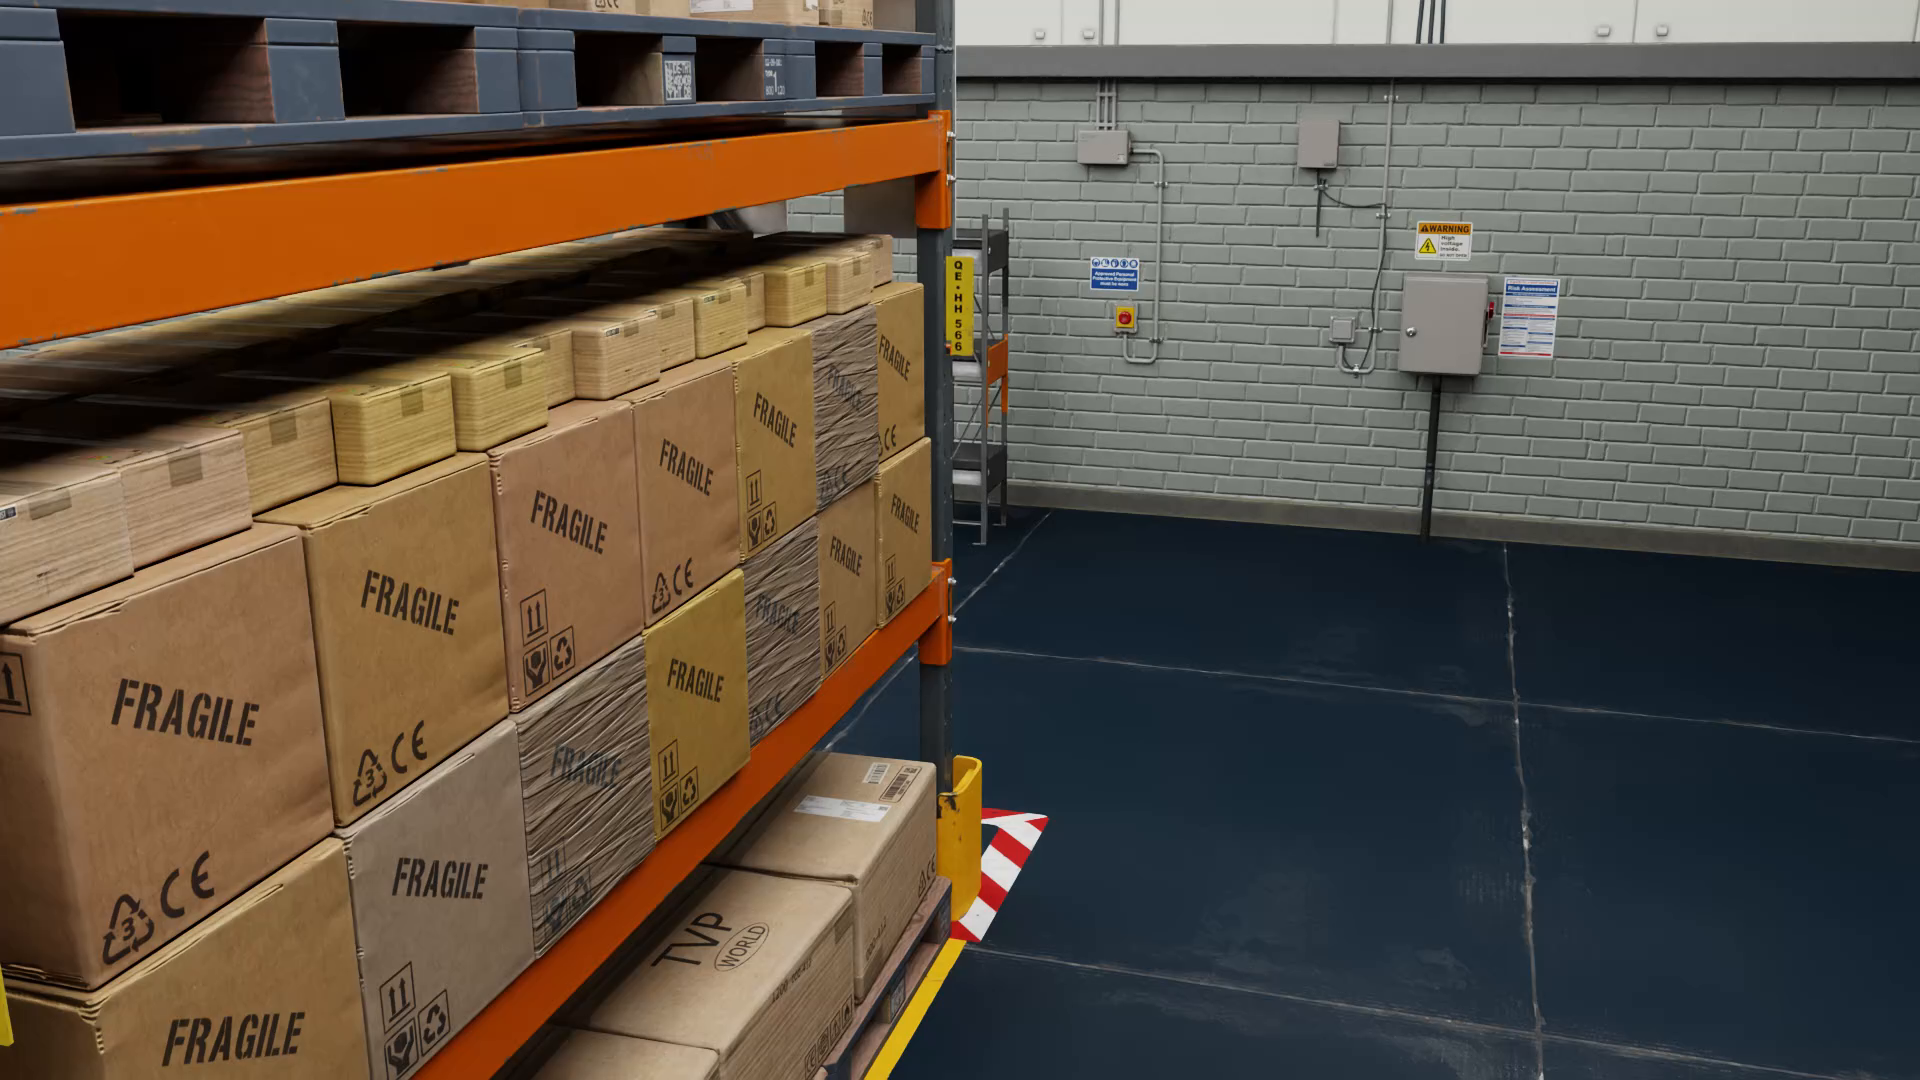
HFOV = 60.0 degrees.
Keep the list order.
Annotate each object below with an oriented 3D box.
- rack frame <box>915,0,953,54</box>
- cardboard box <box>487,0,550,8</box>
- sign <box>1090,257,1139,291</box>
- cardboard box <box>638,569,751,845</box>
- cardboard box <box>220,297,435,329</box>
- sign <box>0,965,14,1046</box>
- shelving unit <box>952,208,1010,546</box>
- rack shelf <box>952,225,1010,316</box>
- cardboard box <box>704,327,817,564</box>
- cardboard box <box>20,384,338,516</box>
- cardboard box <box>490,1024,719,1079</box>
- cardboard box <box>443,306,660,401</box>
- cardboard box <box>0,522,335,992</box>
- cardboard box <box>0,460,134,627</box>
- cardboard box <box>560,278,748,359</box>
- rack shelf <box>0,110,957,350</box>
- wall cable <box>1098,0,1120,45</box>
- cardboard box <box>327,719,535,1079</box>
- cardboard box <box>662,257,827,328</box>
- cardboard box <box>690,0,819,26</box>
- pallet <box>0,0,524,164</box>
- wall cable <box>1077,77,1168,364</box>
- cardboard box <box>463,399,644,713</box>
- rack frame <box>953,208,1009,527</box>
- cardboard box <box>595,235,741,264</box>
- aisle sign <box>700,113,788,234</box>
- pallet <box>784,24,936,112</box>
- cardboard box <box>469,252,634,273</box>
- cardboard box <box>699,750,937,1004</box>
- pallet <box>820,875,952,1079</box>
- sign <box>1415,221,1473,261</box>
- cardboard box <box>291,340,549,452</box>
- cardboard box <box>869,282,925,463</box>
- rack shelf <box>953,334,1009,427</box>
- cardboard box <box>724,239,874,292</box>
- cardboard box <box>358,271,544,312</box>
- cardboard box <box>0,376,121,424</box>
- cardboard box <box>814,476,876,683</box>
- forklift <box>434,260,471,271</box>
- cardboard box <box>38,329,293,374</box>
[{"bbox_3d":[-0.521,-3.034,5.034,1.000,3.000,0.127,5,16,16],"label":"rack frame"},{"bbox_3d":[-1.237,-1.373,3.540,0.500,0.500,0.500,5,17,17],"label":"cardboard box"},{"bbox_3d":[1.031,-1.774,11.093,0.327,0.218,0.001,5,16,16],"label":"sign"},{"bbox_3d":[-0.832,0.353,3.906,0.500,0.500,0.500,5,17,18],"label":"cardboard box"},{"bbox_3d":[-1.396,-0.442,3.688,0.380,0.149,0.250,5,16,16],"label":"cardboard box"},{"bbox_3d":[-1.134,0.420,1.876,0.100,0.325,0.005,5,16,16],"label":"sign"},{"bbox_3d":[0.047,-1.053,10.696,0.431,2.100,0.503,5,16,16],"label":"shelving unit"},{"bbox_3d":[0.047,-1.714,10.508,0.431,0.518,0.480,5,16,16],"label":"rack shelf"},{"bbox_3d":[-0.693,-0.264,4.247,0.500,0.500,0.500,5,16,16],"label":"cardboard box"},{"bbox_3d":[-1.229,-0.143,2.633,0.380,0.149,0.250,4,16,15],"label":"cardboard box"},{"bbox_3d":[-1.122,1.539,3.831,0.875,0.438,0.875,4,16,14],"label":"cardboard box"},{"bbox_3d":[-0.868,-0.402,3.544,0.380,0.149,0.250,5,16,16],"label":"cardboard box"},{"bbox_3d":[-1.290,0.264,2.386,0.500,0.500,0.500,5,17,16],"label":"cardboard box"},{"bbox_3d":[-1.319,-0.005,2.145,0.380,0.149,0.250,4,16,15],"label":"cardboard box"},{"bbox_3d":[-0.741,-0.541,4.036,0.380,0.149,0.250,5,17,17],"label":"cardboard box"},{"bbox_3d":[-1.089,-0.721,3.696,1.077,0.370,4.000,5,16,16],"label":"rack shelf"},{"bbox_3d":[0.826,-4.544,10.358,0.463,3.000,0.029,5,16,16],"label":"wall cable"},{"bbox_3d":[-1.126,0.617,2.974,0.500,0.500,0.500,5,17,16],"label":"cardboard box"},{"bbox_3d":[-0.583,-0.674,4.505,0.380,0.149,0.250,5,17,17],"label":"cardboard box"},{"bbox_3d":[-0.605,-1.479,4.558,0.380,0.149,0.250,3,16,12],"label":"cardboard box"},{"bbox_3d":[-1.415,-0.715,2.517,1.003,0.211,1.213,5,16,16],"label":"pallet"},{"bbox_3d":[1.059,-2.128,10.917,0.585,1.953,0.123,5,16,16],"label":"wall cable"},{"bbox_3d":[-0.984,-0.001,3.319,0.500,0.500,0.500,5,17,17],"label":"cardboard box"},{"bbox_3d":[0.116,-1.117,10.921,0.400,2.100,0.015,5,16,16],"label":"rack frame"},{"bbox_3d":[-0.893,-0.843,5.101,0.380,0.149,0.250,5,17,17],"label":"cardboard box"},{"bbox_3d":[-0.778,-1.439,5.643,0.394,0.787,0.004,5,16,16],"label":"aisle sign"},{"bbox_3d":[-0.721,-1.353,4.768,1.003,0.211,1.213,5,16,16],"label":"pallet"},{"bbox_3d":[-1.134,-0.714,4.645,0.380,0.149,0.250,4,16,14],"label":"cardboard box"},{"bbox_3d":[-0.612,1.064,5.509,0.875,0.438,0.875,4,16,14],"label":"cardboard box"},{"bbox_3d":[-0.673,1.409,5.474,1.003,0.211,1.213,5,16,16],"label":"pallet"},{"bbox_3d":[3.038,-1.879,10.444,0.339,0.242,0.001,5,16,16],"label":"sign"},{"bbox_3d":[-0.996,-0.271,3.082,0.380,0.149,0.250,4,16,14],"label":"cardboard box"},{"bbox_3d":[-0.429,-0.532,5.193,0.500,0.500,0.500,5,17,18],"label":"cardboard box"},{"bbox_3d":[0.047,-1.040,10.699,0.431,0.518,0.480,5,16,16],"label":"rack shelf"},{"bbox_3d":[-0.480,-0.811,4.987,0.380,0.149,0.250,5,17,17],"label":"cardboard box"},{"bbox_3d":[-1.270,-0.579,4.169,0.380,0.149,0.250,5,17,16],"label":"cardboard box"},{"bbox_3d":[-1.616,-0.172,2.736,0.380,0.149,0.250,5,16,16],"label":"cardboard box"},{"bbox_3d":[-0.561,0.081,4.863,0.500,0.500,0.500,4,16,15],"label":"cardboard box"},{"bbox_3d":[-3.000,-1.033,9.099,3.031,2.935,1.130,-6,17,-22],"label":"forklift"},{"bbox_3d":[-1.524,-0.308,3.215,0.380,0.149,0.250,4,16,15],"label":"cardboard box"}]
